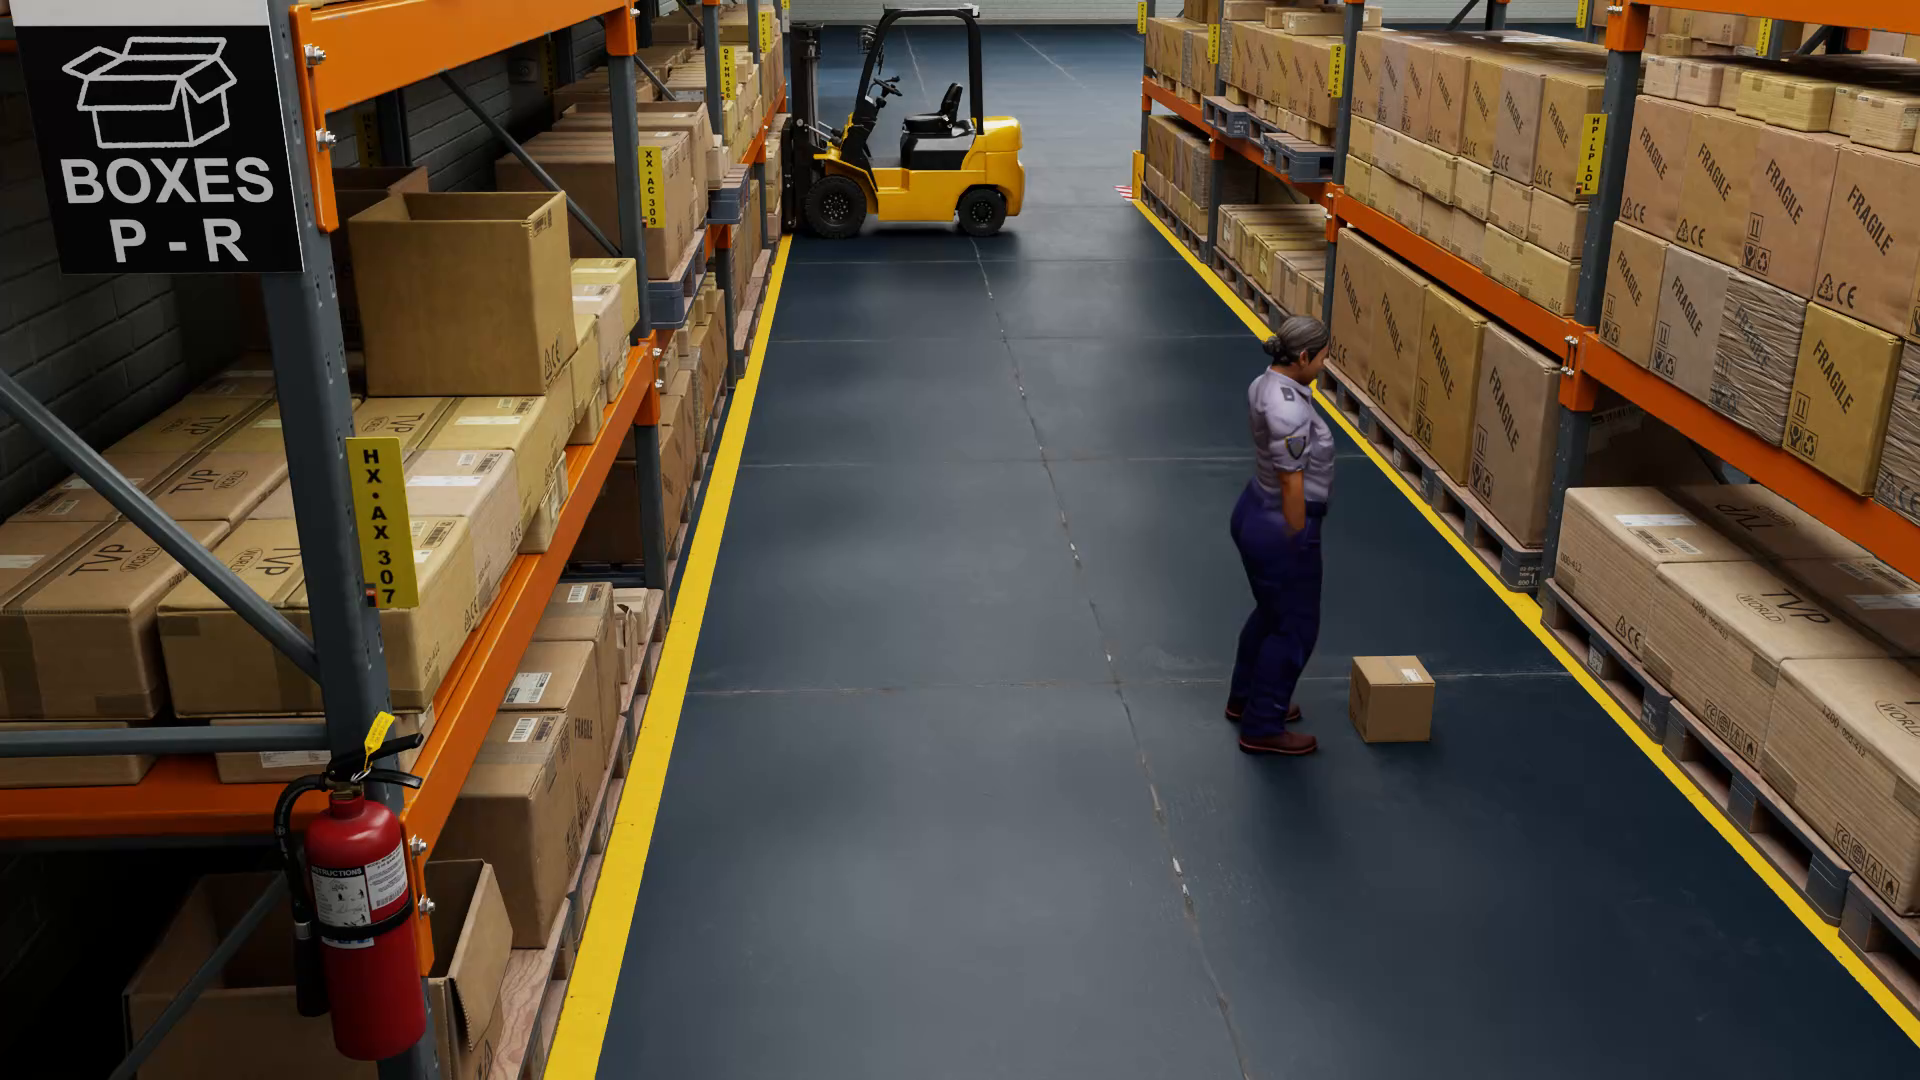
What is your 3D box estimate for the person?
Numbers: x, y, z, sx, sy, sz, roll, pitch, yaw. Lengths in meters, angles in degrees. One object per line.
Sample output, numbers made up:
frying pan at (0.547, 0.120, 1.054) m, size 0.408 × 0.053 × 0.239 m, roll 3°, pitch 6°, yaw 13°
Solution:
person at (1.187, -0.026, 6.195) m, size 0.338 × 1.639 × 0.476 m, roll -1°, pitch 21°, yaw -2°
